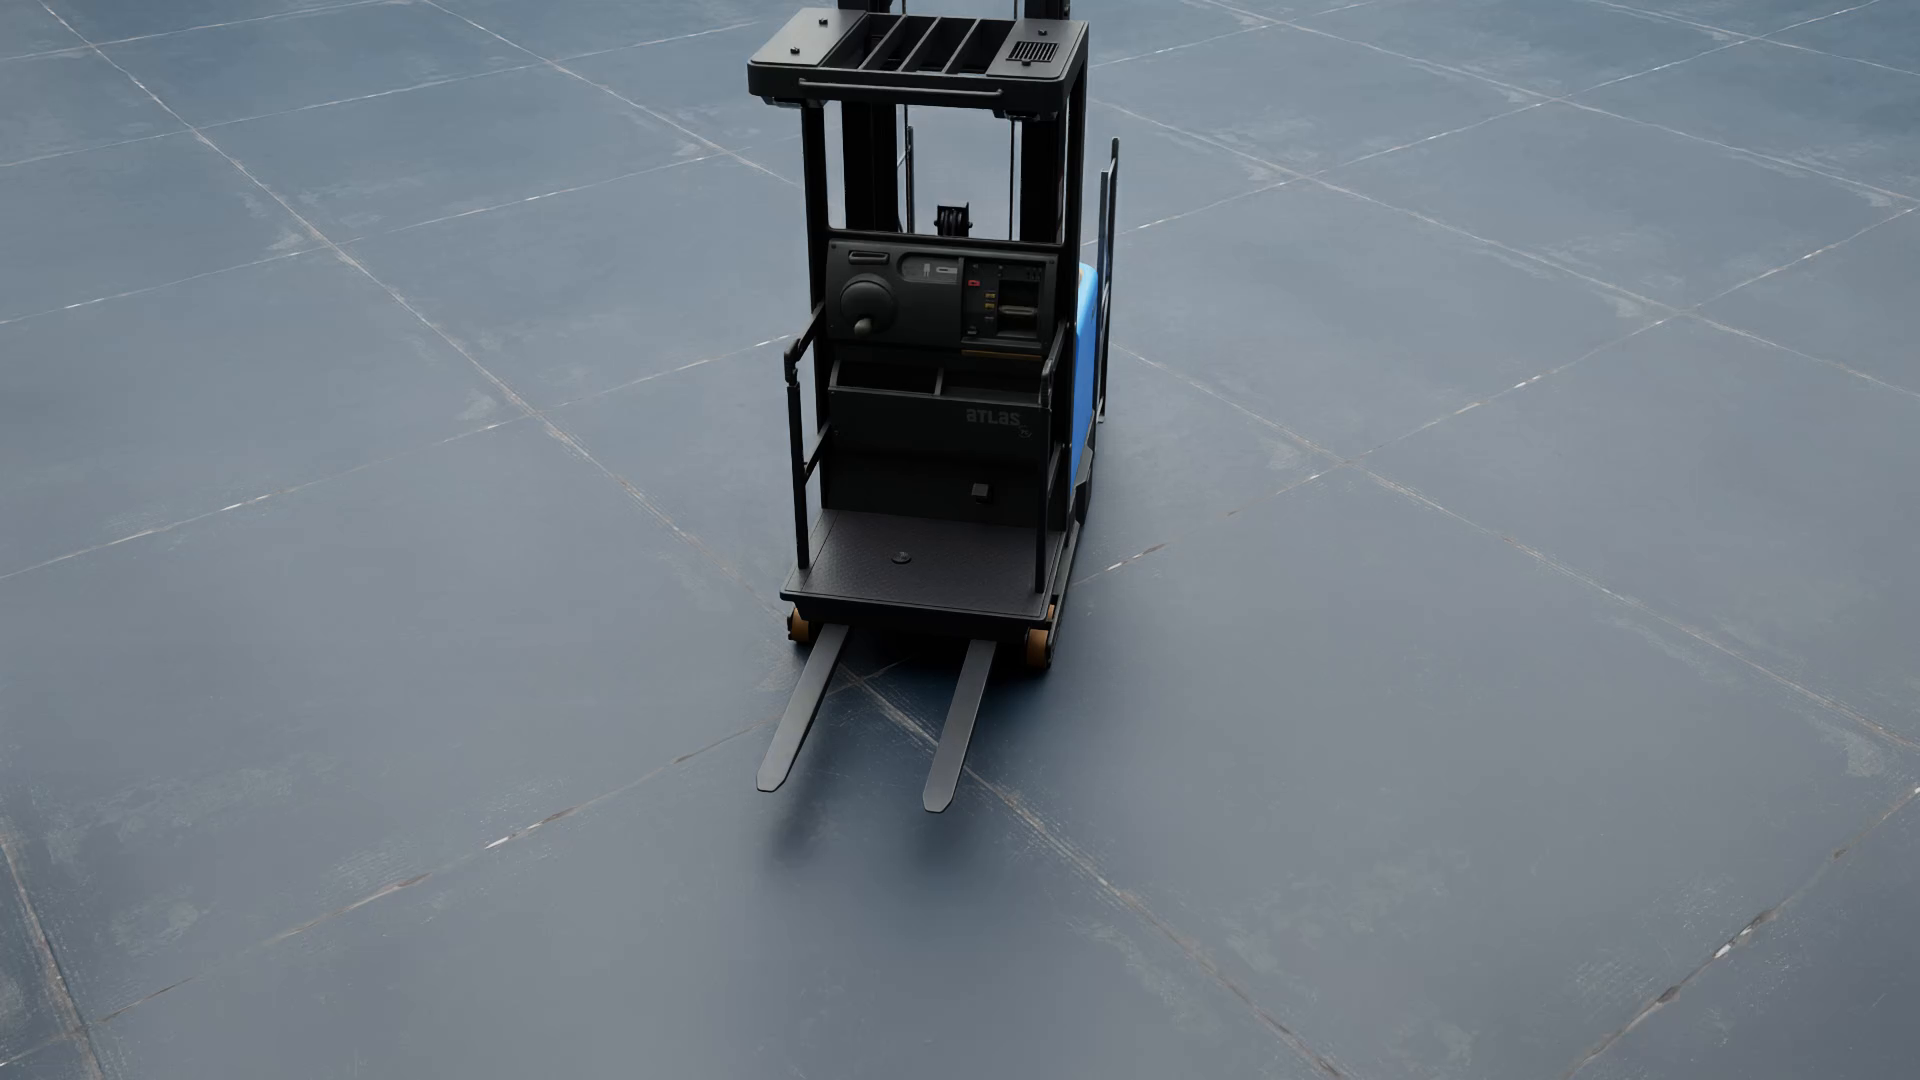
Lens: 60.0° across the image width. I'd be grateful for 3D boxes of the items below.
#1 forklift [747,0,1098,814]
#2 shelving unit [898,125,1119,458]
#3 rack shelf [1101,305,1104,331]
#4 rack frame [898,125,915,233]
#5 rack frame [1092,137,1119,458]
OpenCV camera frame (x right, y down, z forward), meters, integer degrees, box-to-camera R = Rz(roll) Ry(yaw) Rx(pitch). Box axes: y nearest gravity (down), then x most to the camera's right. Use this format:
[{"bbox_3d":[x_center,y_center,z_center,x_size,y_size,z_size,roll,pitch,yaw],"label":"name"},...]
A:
[{"bbox_3d":[-0.114,-0.922,6.457,1.130,2.935,3.031,6,32,9],"label":"forklift"},{"bbox_3d":[0.209,-1.231,8.310,1.048,1.500,0.538,6,32,9],"label":"shelving unit"},{"bbox_3d":[0.209,-1.078,8.405,1.000,0.185,0.538,6,32,9],"label":"rack shelf"},{"bbox_3d":[-0.290,-1.280,8.390,0.032,1.500,0.500,6,32,9],"label":"rack frame"},{"bbox_3d":[0.709,-1.181,8.230,0.032,1.500,0.500,6,32,9],"label":"rack frame"}]
